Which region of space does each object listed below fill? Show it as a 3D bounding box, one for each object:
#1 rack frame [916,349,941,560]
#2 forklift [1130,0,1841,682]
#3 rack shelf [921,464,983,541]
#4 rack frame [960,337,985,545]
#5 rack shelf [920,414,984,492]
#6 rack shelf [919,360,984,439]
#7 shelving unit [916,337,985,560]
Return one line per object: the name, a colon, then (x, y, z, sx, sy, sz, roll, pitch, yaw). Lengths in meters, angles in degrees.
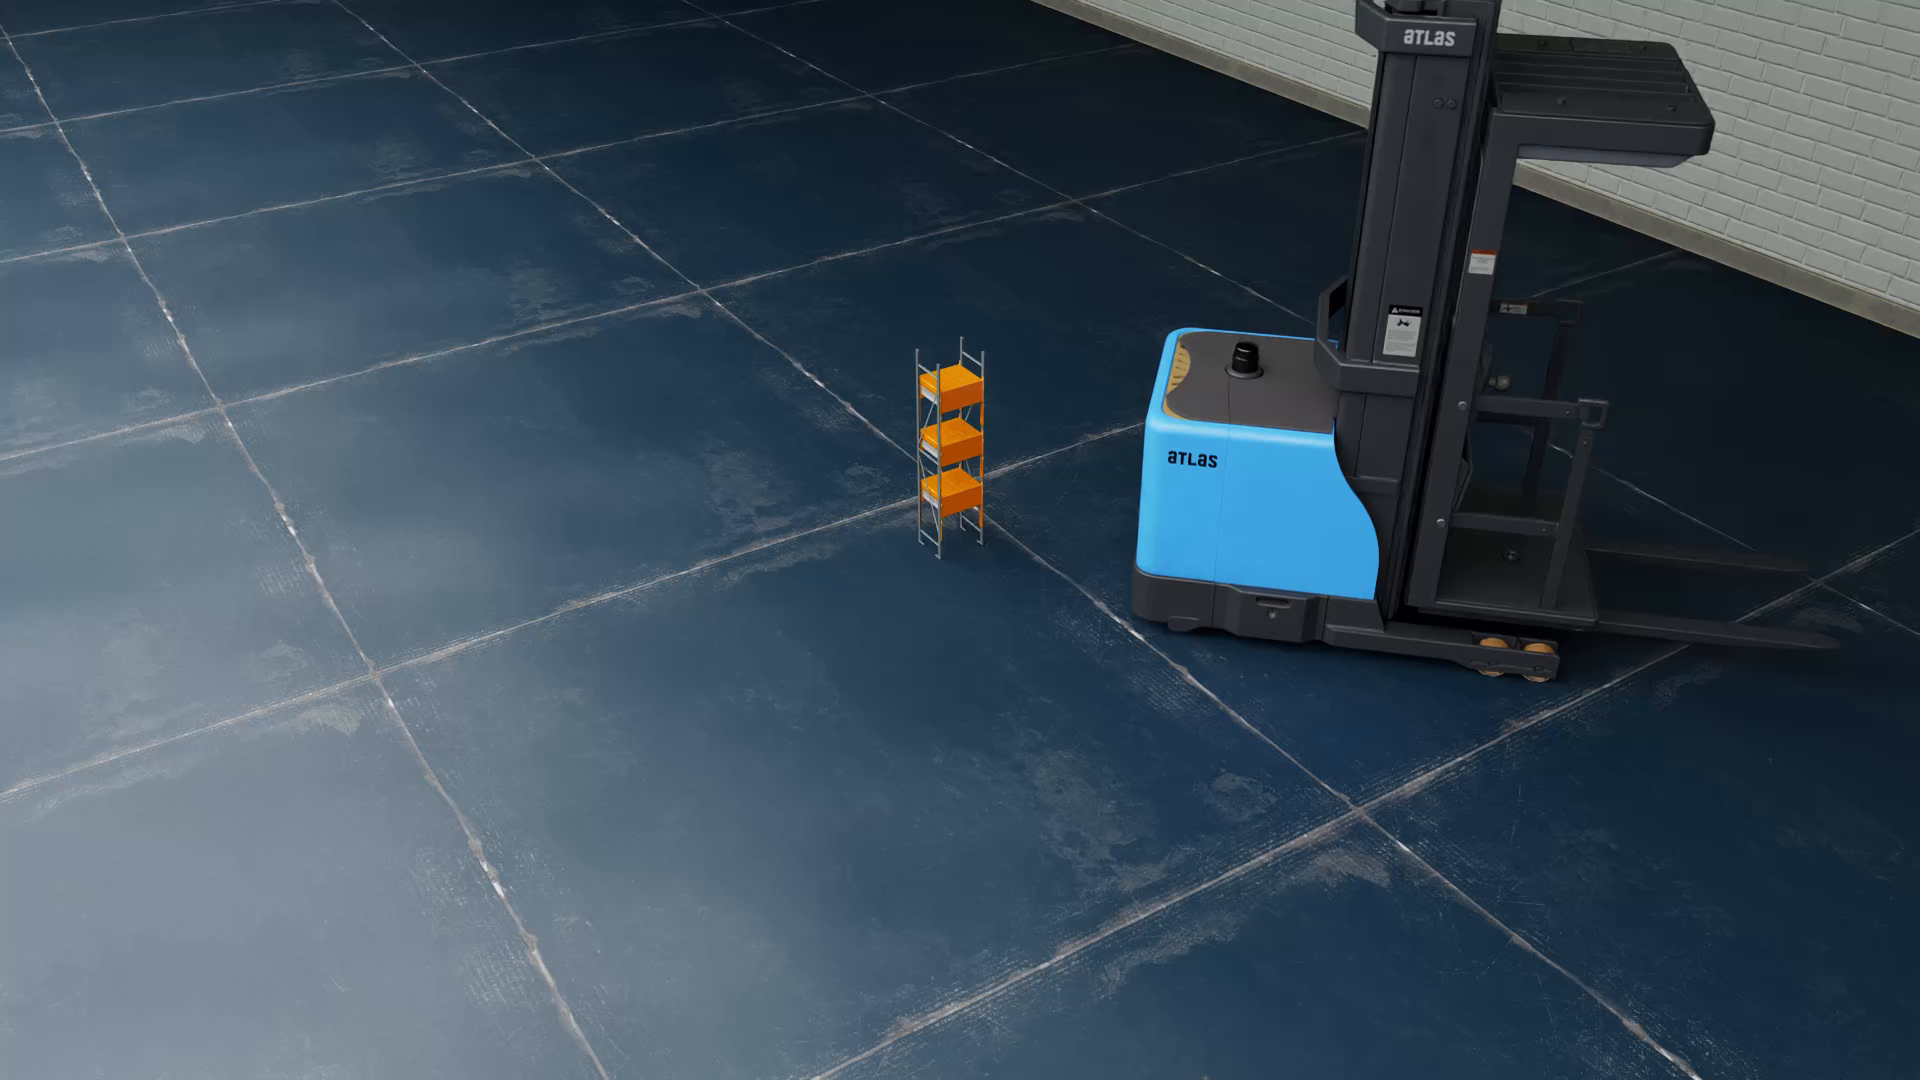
rack frame: (-0.148, -0.393, 7.889, 0.008, 1.050, 0.200, -19, 37, -27)
forklift: (2.352, -0.931, 6.979, 3.031, 2.935, 1.130, 6, 33, 10)
rack shelf: (-0.045, -0.185, 8.099, 0.240, 0.259, 0.215, -19, 37, -27)
rack frame: (0.058, -0.464, 8.001, 0.008, 1.050, 0.200, -19, 37, -27)
rack shelf: (-0.045, -0.420, 7.951, 0.240, 0.259, 0.215, -19, 37, -27)
rack shelf: (-0.045, -0.660, 7.800, 0.240, 0.259, 0.215, -19, 37, -27)
shelving unit: (-0.045, -0.429, 7.945, 0.252, 1.050, 0.215, -19, 37, -27)
